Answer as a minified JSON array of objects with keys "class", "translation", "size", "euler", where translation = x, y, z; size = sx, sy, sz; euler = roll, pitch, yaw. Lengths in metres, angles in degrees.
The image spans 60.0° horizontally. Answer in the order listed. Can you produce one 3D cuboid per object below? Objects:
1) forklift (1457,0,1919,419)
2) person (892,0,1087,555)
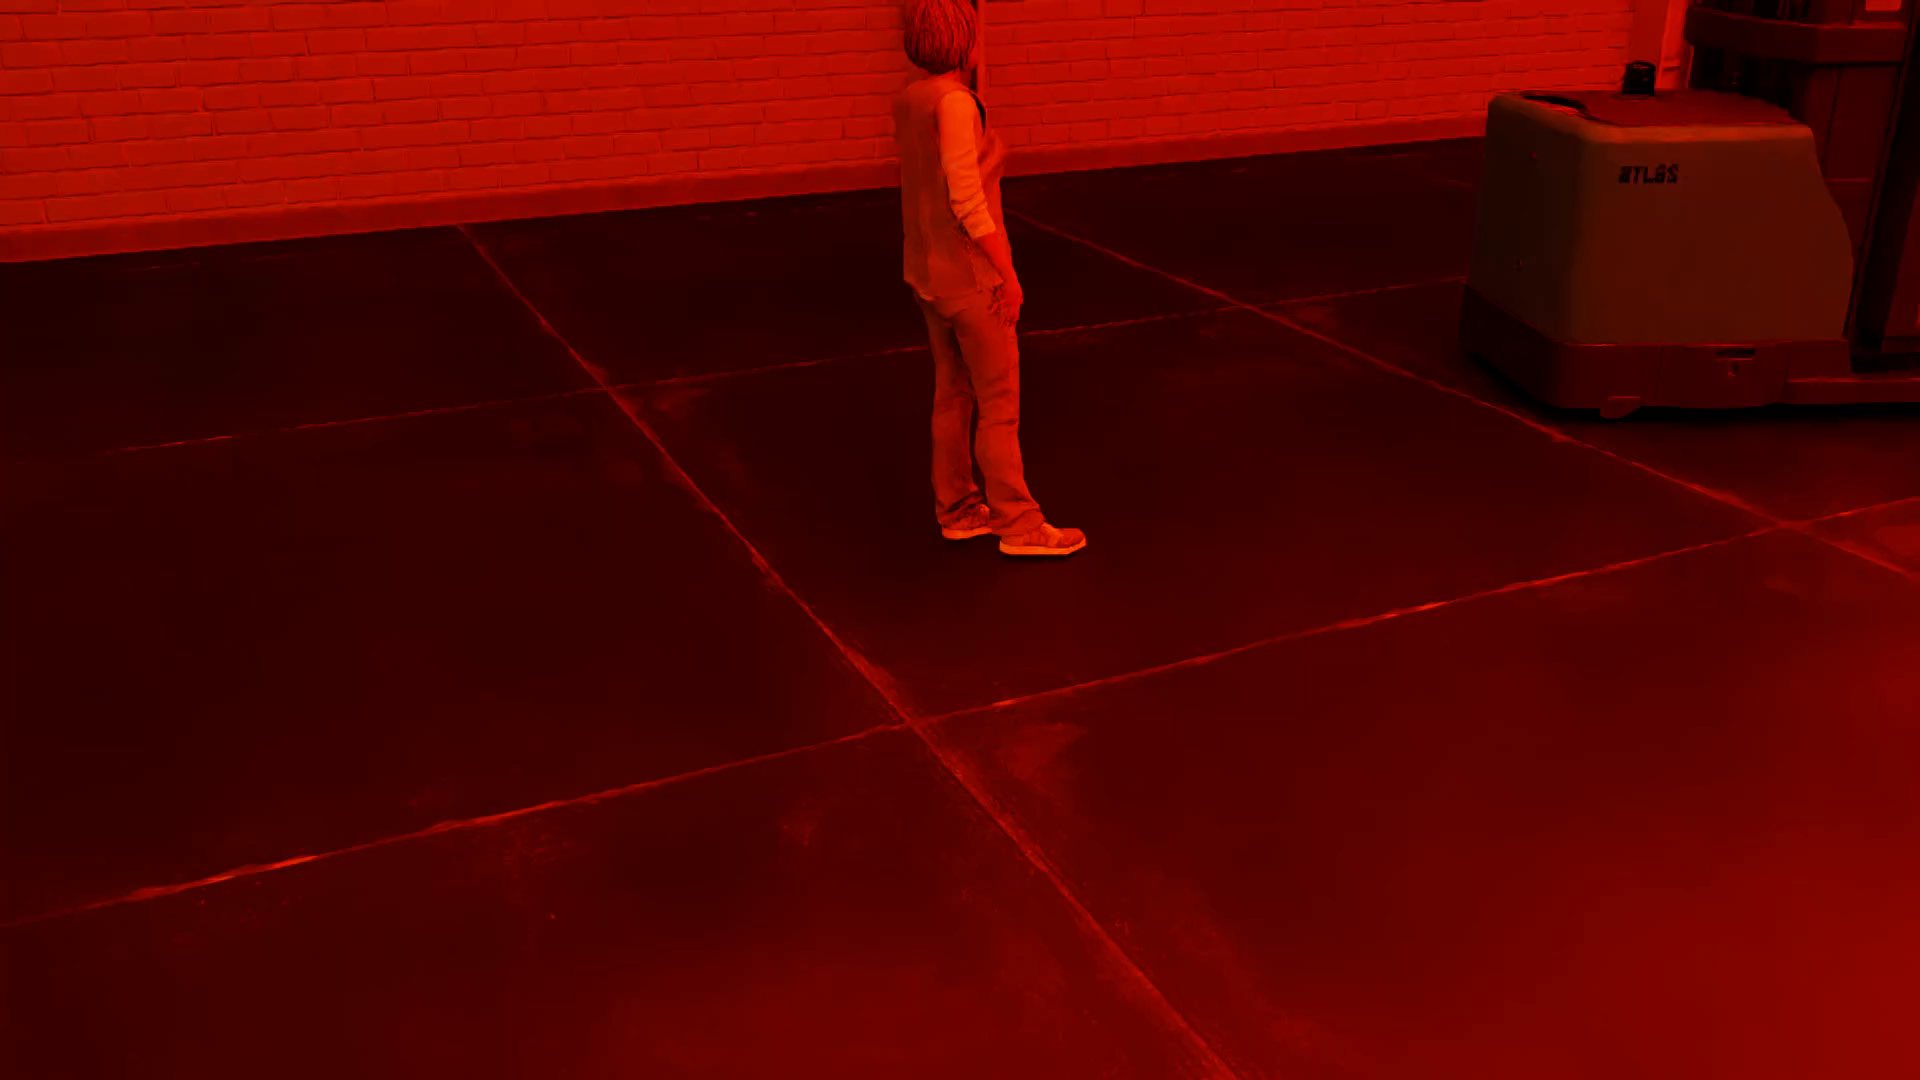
[{"class":"forklift","translation":[3.624,-2.014,6.135],"size":[3.031,2.935,1.130],"euler":[-2,23,-5]},{"class":"person","translation":[0.073,-0.751,4.815],"size":[0.474,1.597,0.521],"euler":[-10,25,-23]}]
